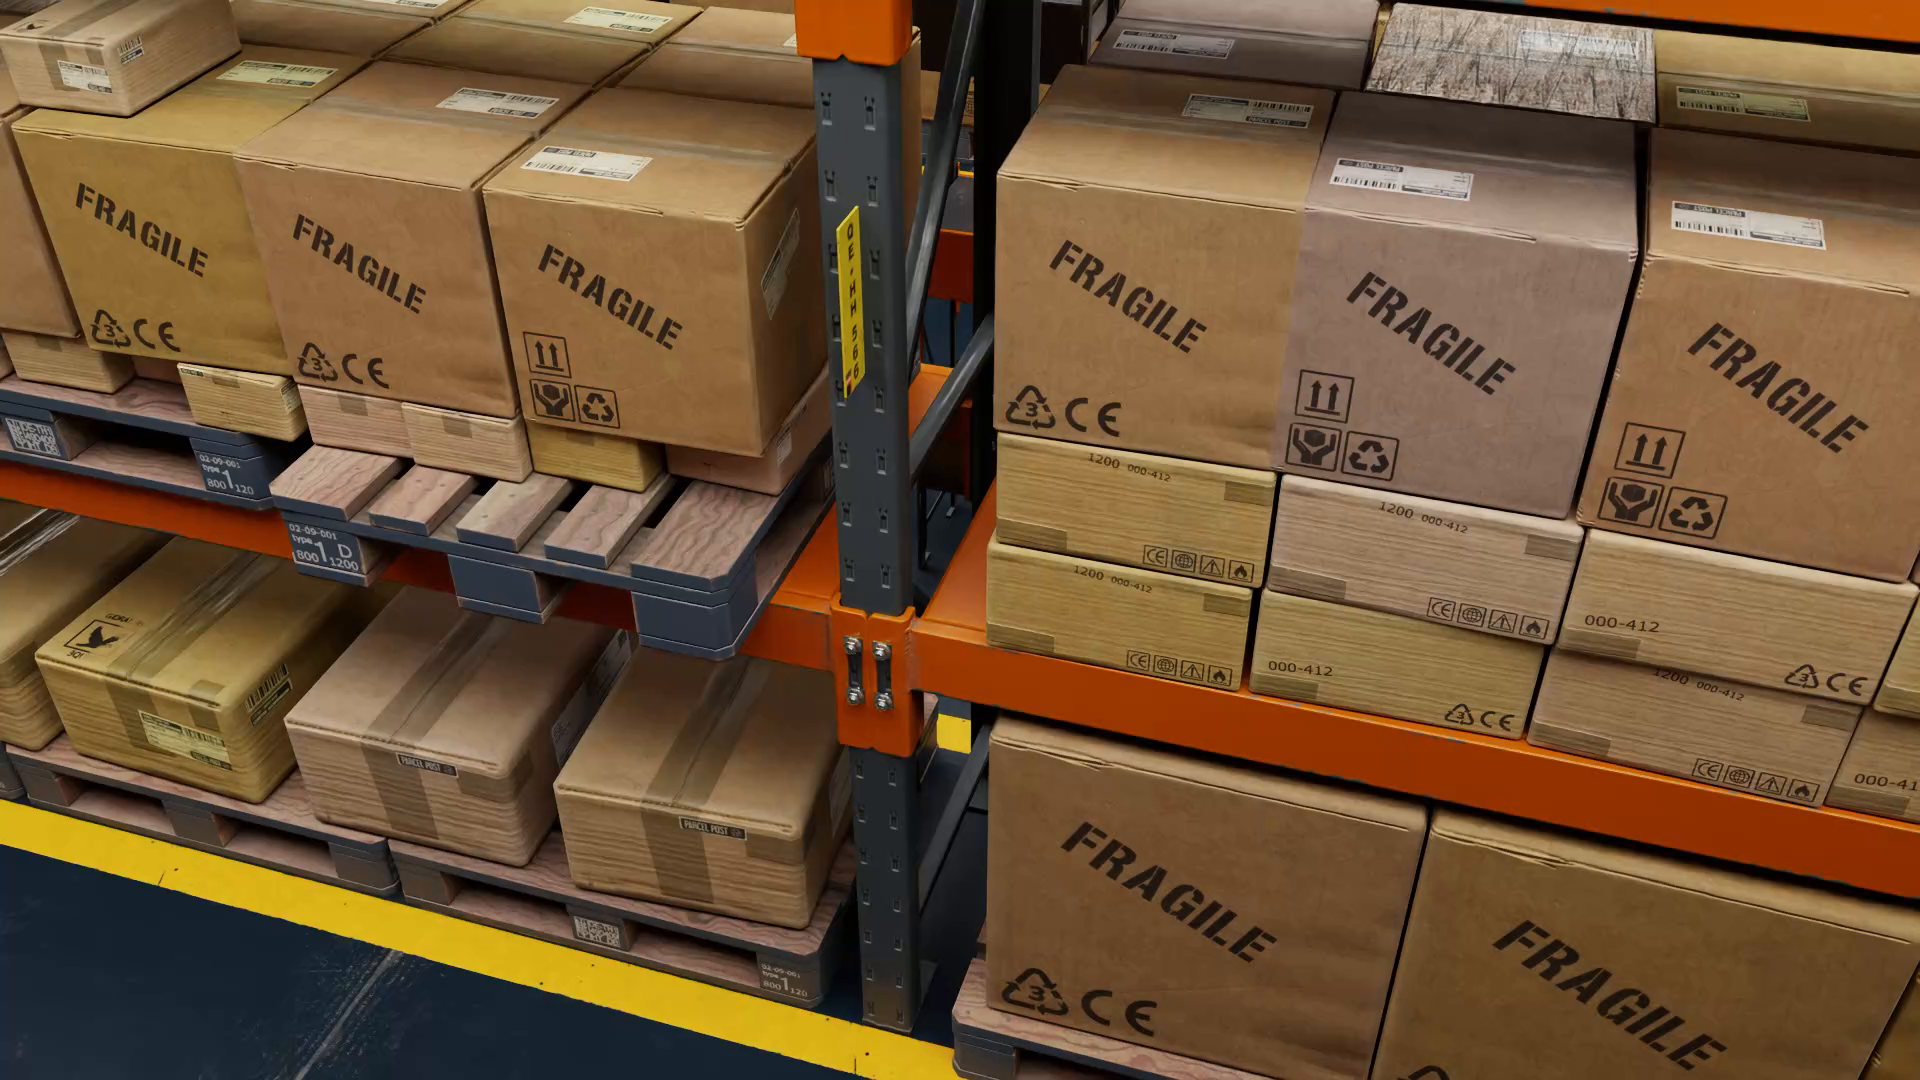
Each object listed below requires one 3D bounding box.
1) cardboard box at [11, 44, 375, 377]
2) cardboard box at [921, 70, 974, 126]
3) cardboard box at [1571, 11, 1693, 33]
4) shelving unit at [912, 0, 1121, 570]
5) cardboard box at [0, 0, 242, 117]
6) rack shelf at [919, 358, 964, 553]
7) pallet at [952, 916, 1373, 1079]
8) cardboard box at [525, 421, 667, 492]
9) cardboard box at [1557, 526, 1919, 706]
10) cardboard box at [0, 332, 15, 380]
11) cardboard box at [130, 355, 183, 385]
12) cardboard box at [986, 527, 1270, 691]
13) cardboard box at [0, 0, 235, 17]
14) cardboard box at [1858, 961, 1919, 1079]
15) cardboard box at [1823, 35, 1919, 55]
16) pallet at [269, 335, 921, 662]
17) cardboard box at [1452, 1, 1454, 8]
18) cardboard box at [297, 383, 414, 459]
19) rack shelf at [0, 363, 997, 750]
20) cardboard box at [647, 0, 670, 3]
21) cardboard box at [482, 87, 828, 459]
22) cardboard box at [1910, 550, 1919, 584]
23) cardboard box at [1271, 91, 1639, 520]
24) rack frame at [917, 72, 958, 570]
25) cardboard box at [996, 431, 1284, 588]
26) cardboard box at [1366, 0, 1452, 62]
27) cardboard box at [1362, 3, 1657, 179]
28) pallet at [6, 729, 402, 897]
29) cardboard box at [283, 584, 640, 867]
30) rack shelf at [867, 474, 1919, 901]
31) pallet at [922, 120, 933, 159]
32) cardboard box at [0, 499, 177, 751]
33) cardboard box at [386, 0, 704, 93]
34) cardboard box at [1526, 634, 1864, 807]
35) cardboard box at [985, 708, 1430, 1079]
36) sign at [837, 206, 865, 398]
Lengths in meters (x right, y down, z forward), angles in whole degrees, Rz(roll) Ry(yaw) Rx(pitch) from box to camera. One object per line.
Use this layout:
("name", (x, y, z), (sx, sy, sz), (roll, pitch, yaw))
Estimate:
("cardboard box", (-1.528, -0.707, 3.490), (0.500, 0.500, 0.500), (8, 37, 11))
("cardboard box", (-0.043, -2.674, 8.396), (0.750, 0.750, 1.050), (11, 38, 15))
("cardboard box", (2.885, -2.121, 7.223), (0.500, 0.250, 0.500), (11, 38, 14))
("shelving unit", (0.158, -0.816, 5.088), (0.503, 2.100, 0.431), (10, 38, 14))
("cardboard box", (-1.679, -1.001, 3.342), (0.250, 0.149, 0.380), (9, 37, 12))
("rack shelf", (0.158, -0.242, 5.511), (0.480, 0.518, 0.431), (10, 38, 14))
("pallet", (0.697, 1.024, 4.180), (1.213, 0.211, 1.003), (10, 38, 14))
("cardboard box", (-0.693, -0.280, 3.458), (0.250, 0.149, 0.380), (11, 38, 15))
("cardboard box", (1.342, -0.005, 2.932), (0.500, 0.250, 0.500), (10, 38, 14))
("cardboard box", (-2.182, -0.533, 3.802), (0.250, 0.149, 0.380), (12, 38, 16))
("cardboard box", (-1.654, -0.505, 3.763), (0.250, 0.149, 0.380), (11, 38, 14))
("cardboard box", (0.359, 0.008, 3.335), (0.500, 0.250, 0.500), (10, 37, 13))
("cardboard box", (-1.877, -1.091, 4.013), (0.500, 0.500, 0.500), (9, 37, 12))
("cardboard box", (2.305, 0.893, 3.444), (0.875, 0.875, 0.875), (12, 38, 15))
("cardboard box", (3.892, -1.944, 6.982), (0.500, 0.250, 0.500), (12, 38, 16))
("pallet", (-0.745, -0.269, 3.747), (1.003, 0.211, 1.213), (10, 38, 14))
("cardboard box", (2.563, -2.508, 7.749), (0.500, 0.250, 0.500), (11, 38, 15))
("cardboard box", (-1.185, -0.348, 3.550), (0.250, 0.149, 0.380), (9, 37, 12))
("rack shelf", (-1.942, -0.345, 4.295), (4.000, 0.370, 1.077), (10, 38, 14))
("cardboard box", (-1.852, -3.011, 8.854), (0.750, 0.750, 1.050), (10, 38, 14))
("cardboard box", (-0.550, -0.533, 3.254), (0.500, 0.500, 0.500), (9, 37, 13))
("cardboard box", (1.811, -0.225, 2.597), (0.500, 0.500, 0.500), (11, 38, 15))
("cardboard box", (0.841, -0.416, 2.857), (0.500, 0.500, 0.500), (11, 38, 14))
("rack frame", (-0.075, -0.860, 5.146), (0.015, 2.100, 0.400), (10, 38, 14))
("cardboard box", (0.377, -0.192, 3.186), (0.500, 0.250, 0.500), (10, 38, 14))
("cardboard box", (1.933, -2.305, 7.473), (0.500, 0.250, 0.500), (9, 37, 12))
("cardboard box", (1.031, -0.694, 3.235), (0.500, 0.500, 0.500), (11, 38, 15))
("pallet", (-1.939, 0.487, 4.911), (1.213, 0.211, 1.003), (10, 38, 14))
("cardboard box", (-1.276, 0.377, 4.570), (0.625, 0.372, 0.950), (10, 37, 13))
("rack shelf", (1.876, 0.362, 3.334), (4.000, 0.370, 1.077), (10, 38, 14))
("pallet", (-0.544, -2.375, 8.799), (1.213, 0.211, 1.003), (10, 38, 14))
("cardboard box", (-2.662, 0.118, 4.922), (0.625, 0.372, 0.950), (13, 38, 17))
("cardboard box", (-0.893, -0.909, 3.764), (0.500, 0.500, 0.500), (12, 38, 16))
("cardboard box", (1.354, 0.185, 3.094), (0.500, 0.250, 0.500), (12, 38, 15))
("cardboard box", (0.602, 0.575, 3.877), (0.875, 0.875, 0.875), (10, 38, 13))
("sign", (-0.186, -0.407, 2.862), (0.005, 0.325, 0.100), (10, 38, 14))
